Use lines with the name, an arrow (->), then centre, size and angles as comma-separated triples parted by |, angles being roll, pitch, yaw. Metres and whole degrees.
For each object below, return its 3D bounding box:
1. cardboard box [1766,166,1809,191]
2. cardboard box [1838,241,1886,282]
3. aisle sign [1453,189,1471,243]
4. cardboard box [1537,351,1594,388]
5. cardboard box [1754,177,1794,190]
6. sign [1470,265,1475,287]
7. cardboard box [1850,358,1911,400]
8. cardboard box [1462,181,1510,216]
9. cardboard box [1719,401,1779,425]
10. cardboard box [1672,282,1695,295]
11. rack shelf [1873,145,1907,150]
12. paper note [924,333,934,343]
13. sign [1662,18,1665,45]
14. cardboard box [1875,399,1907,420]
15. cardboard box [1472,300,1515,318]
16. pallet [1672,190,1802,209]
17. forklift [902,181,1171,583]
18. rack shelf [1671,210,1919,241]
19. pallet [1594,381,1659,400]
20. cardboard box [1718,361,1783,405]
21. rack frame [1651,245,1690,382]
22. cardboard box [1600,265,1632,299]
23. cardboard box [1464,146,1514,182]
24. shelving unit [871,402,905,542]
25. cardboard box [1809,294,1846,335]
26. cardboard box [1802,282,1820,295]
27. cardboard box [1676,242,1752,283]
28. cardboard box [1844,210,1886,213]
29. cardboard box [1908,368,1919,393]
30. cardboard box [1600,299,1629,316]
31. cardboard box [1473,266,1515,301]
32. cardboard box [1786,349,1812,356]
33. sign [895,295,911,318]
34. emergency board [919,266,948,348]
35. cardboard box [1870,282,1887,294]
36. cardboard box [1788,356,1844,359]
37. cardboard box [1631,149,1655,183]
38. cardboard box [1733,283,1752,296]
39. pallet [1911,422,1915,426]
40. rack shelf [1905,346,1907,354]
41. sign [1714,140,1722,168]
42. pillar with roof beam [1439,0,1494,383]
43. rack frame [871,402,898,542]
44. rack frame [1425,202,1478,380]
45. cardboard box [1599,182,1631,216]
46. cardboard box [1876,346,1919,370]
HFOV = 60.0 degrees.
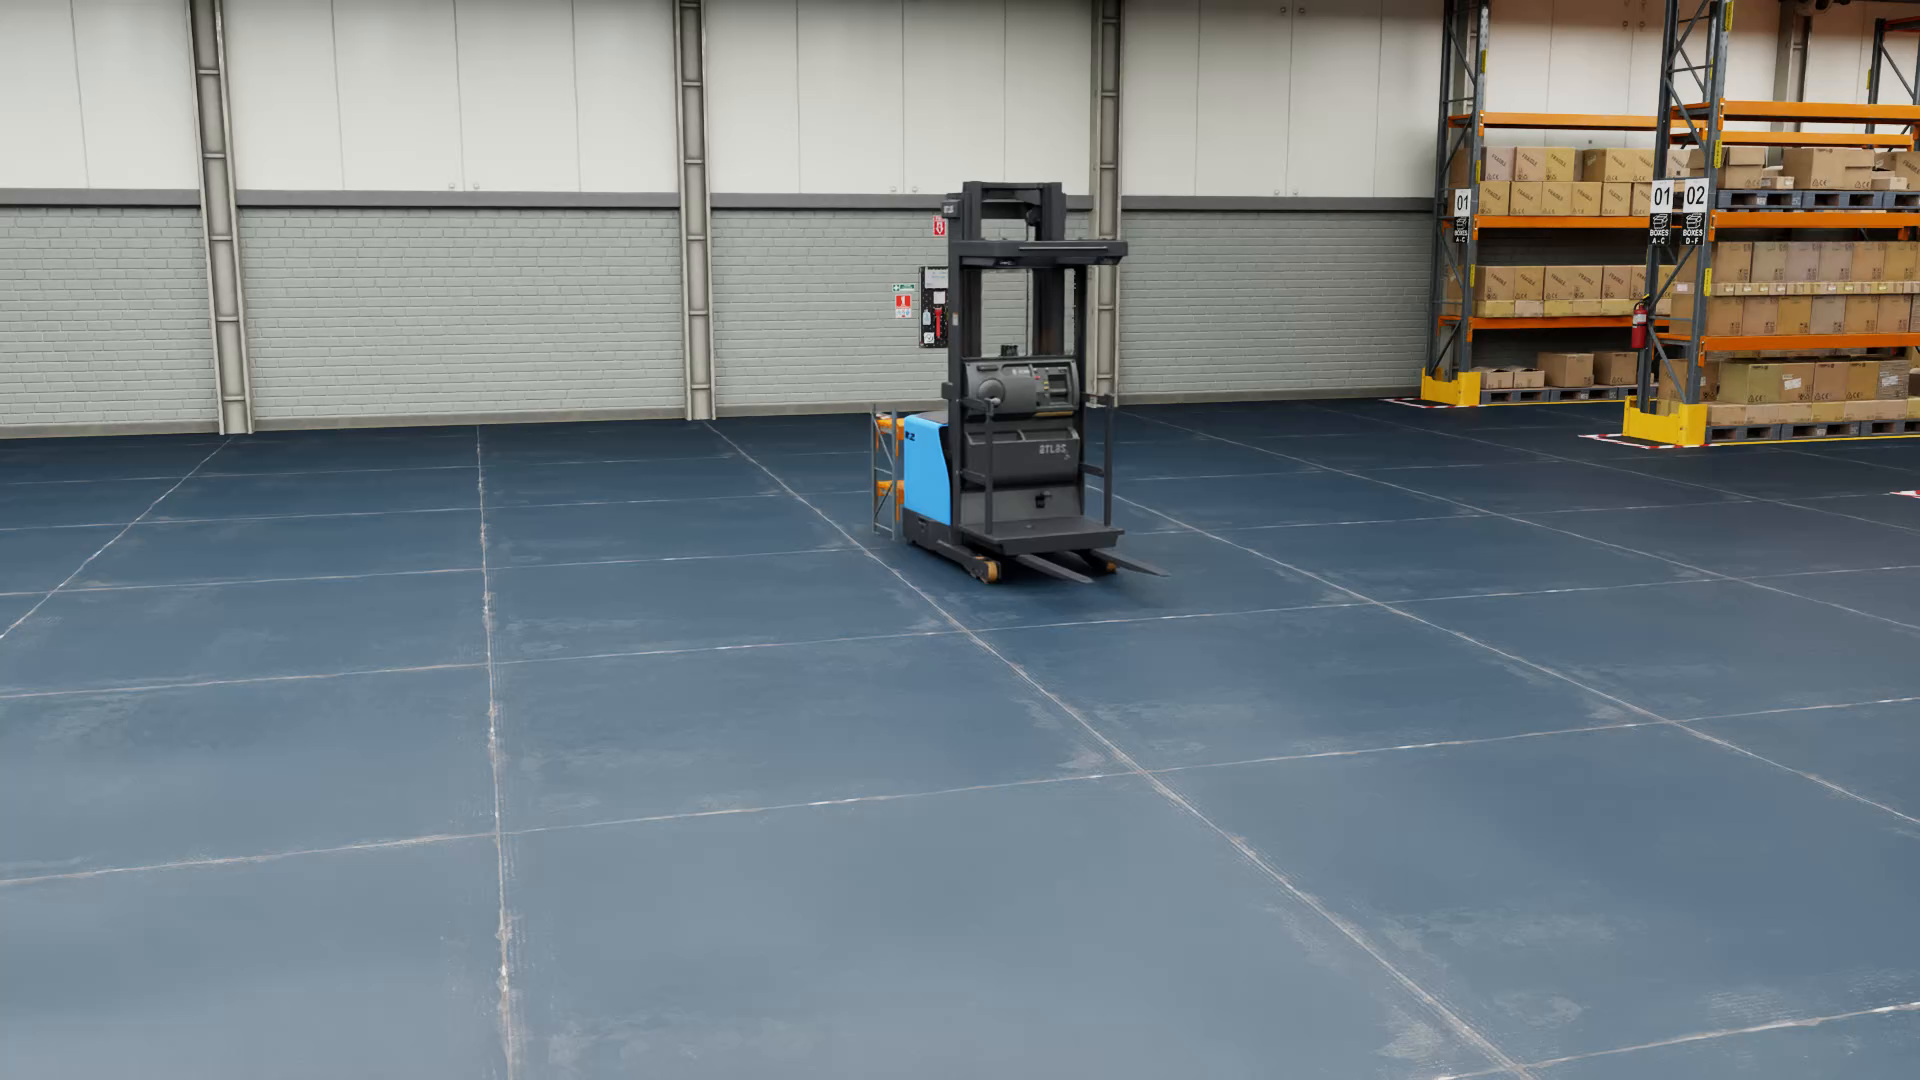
cardboard box -> 10.411, -4.574, 21.022 | 0.500, 0.311, 0.500 | -2, 11, -9
cardboard box -> 11.296, -3.550, 21.186 | 0.500, 0.500, 0.700 | -3, 11, -16
aisle sign -> 7.472, -4.819, 24.756 | 0.004, 0.787, 0.394 | -3, 11, -16
cardboard box -> 9.412, -2.660, 25.897 | 0.500, 0.500, 0.700 | -4, 11, -20
cardboard box -> 10.024, -4.391, 20.475 | 0.250, 0.149, 0.380 | -3, 11, -16
sign -> 7.609, -3.927, 24.704 | 0.005, 0.325, 0.100 | -3, 11, -16
cardboard box -> 11.818, -2.076, 21.400 | 0.500, 0.500, 0.500 | -3, 11, -16
cardboard box -> 7.848, -5.104, 24.868 | 0.500, 0.500, 0.500 | -3, 11, -14
cardboard box -> 9.901, -1.604, 20.907 | 0.500, 0.250, 0.500 | -3, 11, -16
cardboard box -> 9.159, -3.156, 20.835 | 0.250, 0.149, 0.380 | -3, 11, -17
rack shelf -> 17.059, -6.502, 27.601 | 4.000, 0.370, 1.077 | -3, 11, -16
paper note -> -0.446, -2.929, 24.107 | 0.142, 0.148, 0.016 | -3, 11, -16
sign -> 8.707, -6.279, 20.499 | 0.005, 0.325, 0.100 | -3, 11, -16
cardboard box -> 11.819, -1.707, 21.466 | 0.500, 0.250, 0.500 | -3, 11, -16
cardboard box -> 8.014, -3.501, 25.141 | 0.500, 0.250, 0.500 | -3, 11, -18
pallet -> 9.531, -4.198, 20.524 | 1.213, 0.211, 1.003 | -3, 11, -16
forklift -> 0.563, -1.210, 12.524 | 1.130, 2.935, 3.031 | -4, 11, -23
rack shelf -> 10.766, -3.958, 20.961 | 4.000, 0.370, 1.077 | -3, 11, -16
pallet -> 10.663, -2.387, 26.428 | 1.213, 0.211, 1.003 | -3, 11, -16
cardboard box -> 9.902, -1.972, 20.837 | 0.500, 0.500, 0.500 | -3, 11, -16
rack frame -> 11.298, -3.798, 26.394 | 0.127, 3.000, 1.000 | -3, 11, -16
cardboard box -> 9.966, -3.976, 25.645 | 0.500, 0.500, 0.500 | -3, 11, -18
cardboard box -> 7.895, -5.599, 24.798 | 0.500, 0.500, 0.500 | -4, 11, -20
shelving unit -> -0.181, -0.620, 14.308 | 1.048, 1.125, 0.538 | -5, 11, -24
cardboard box -> 10.783, -2.884, 21.153 | 0.500, 0.500, 0.700 | -3, 11, -14
cardboard box -> 10.518, -3.151, 20.810 | 0.250, 0.149, 0.380 | -3, 11, -17
cardboard box -> 9.348, -3.446, 20.622 | 0.500, 0.500, 0.700 | -3, 11, -16
cardboard box -> 14.522, -5.359, 26.775 | 0.500, 0.311, 0.500 | -3, 11, -16
cardboard box -> 12.995, -2.138, 22.260 | 0.500, 0.311, 0.500 | -3, 11, -16
cardboard box -> 9.968, -3.606, 25.707 | 0.500, 0.250, 0.500 | -3, 11, -16
cardboard box -> 7.999, -3.873, 25.086 | 0.500, 0.500, 0.500 | -3, 11, -16
cardboard box -> 13.465, -2.906, 27.238 | 0.500, 0.500, 0.700 | -3, 11, -16
sign -> -0.817, -3.367, 23.953 | 0.234, 0.329, 0.001 | -3, 11, -16
emergency board -> -0.257, -3.360, 24.011 | 0.643, 1.169, 0.194 | -3, 11, -16
cardboard box -> 11.507, -3.203, 21.095 | 0.250, 0.149, 0.380 | -3, 11, -16
cardboard box -> 11.193, -2.141, 21.754 | 0.500, 0.500, 0.500 | -3, 11, -16
cardboard box -> 10.366, -5.722, 25.466 | 0.500, 0.500, 0.500 | -2, 11, -13
cardboard box -> 9.535, -3.099, 20.530 | 0.250, 0.149, 0.380 | -3, 11, -17
pallet -> 13.382, -1.610, 22.209 | 1.213, 0.211, 1.003 | -3, 11, -16
rack shelf -> 14.606, -2.685, 22.332 | 4.000, 0.370, 1.077 | -3, 11, -16
sign -> 8.995, -4.582, 19.734 | 0.005, 0.325, 0.100 | -3, 11, -16
pillar with roof beam -> 9.091, -5.984, 21.695 | 0.548, 9.000, 9.100 | -3, 11, -16
rack frame -> -0.642, -0.582, 14.098 | 0.032, 1.125, 0.500 | -5, 11, -24
rack frame -> 7.457, -3.596, 25.294 | 0.127, 3.000, 1.000 | -3, 11, -16
cardboard box -> 9.871, -5.206, 25.424 | 0.500, 0.500, 0.500 | -3, 11, -18
cardboard box -> 15.881, -3.164, 27.728 | 0.750, 0.750, 0.750 | -3, 11, -17
